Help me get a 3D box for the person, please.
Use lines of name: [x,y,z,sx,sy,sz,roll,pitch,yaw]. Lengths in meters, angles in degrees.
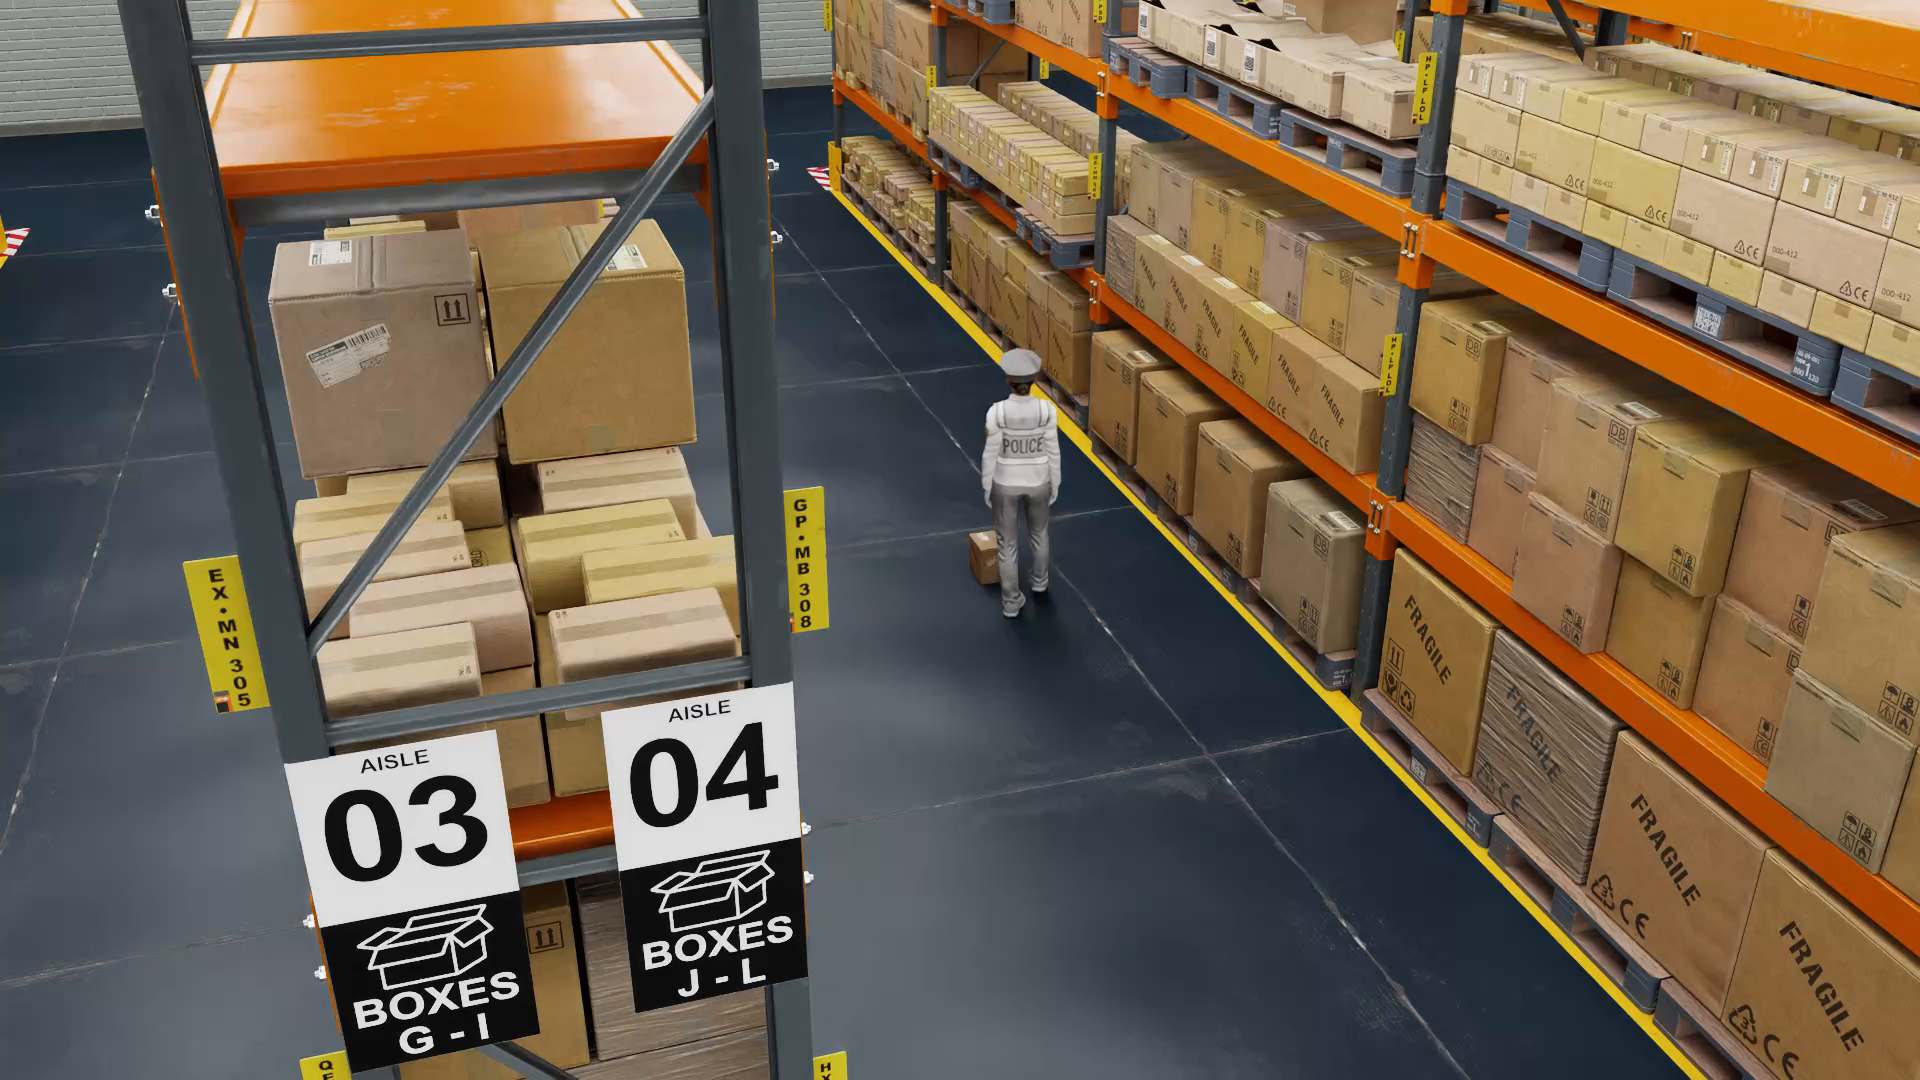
person: [0.347,-0.387,10.090,0.485,1.678,0.560,-4,27,-8]
